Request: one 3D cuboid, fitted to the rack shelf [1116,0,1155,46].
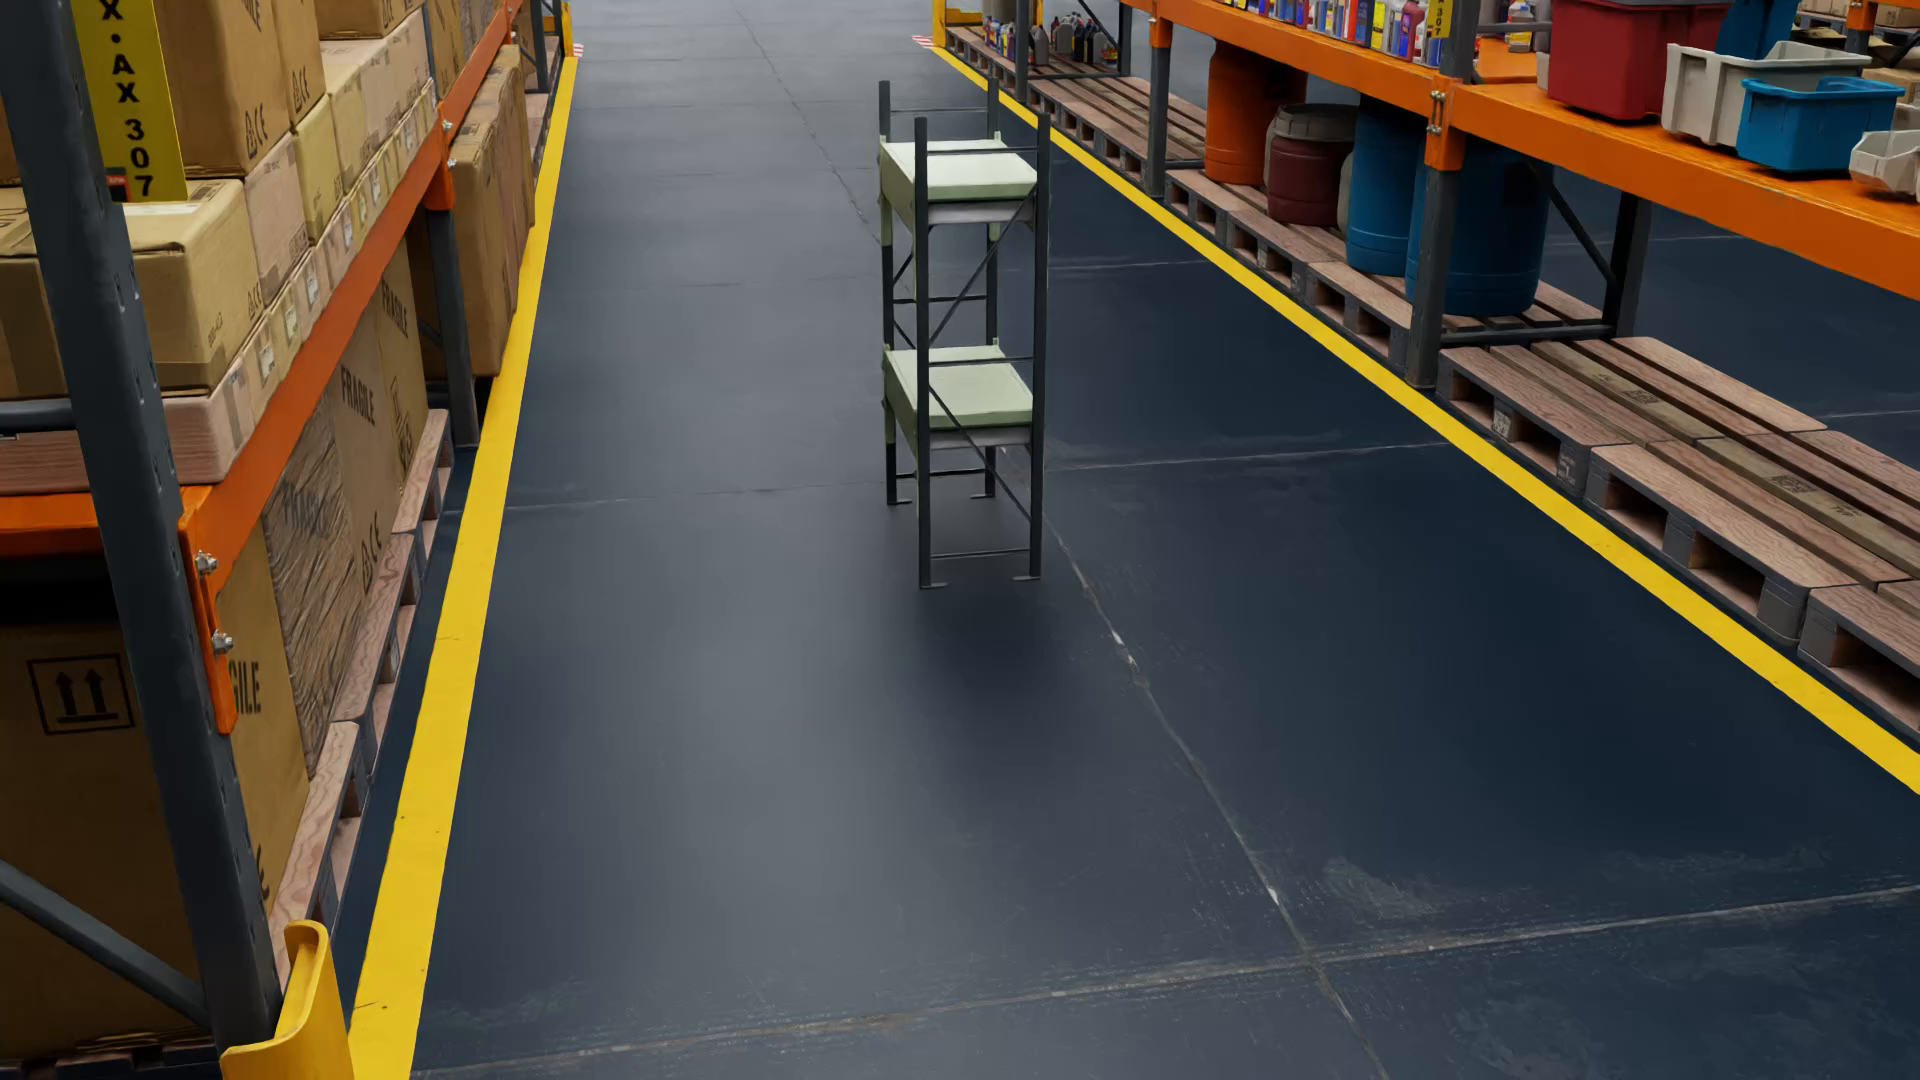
[{"bbox_3d":[1.353,-4.115,12.324,1.077,0.370,4.000,-4,24,-10],"label":"rack shelf"}]

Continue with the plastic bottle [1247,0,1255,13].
[{"bbox_3d":[1.633,-3.032,9.106,0.097,0.271,0.097,0,24,0],"label":"plastic bottle"}]

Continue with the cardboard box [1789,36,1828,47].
[{"bbox_3d":[6.150,-3.605,12.466,0.500,0.311,0.500,-5,24,-11],"label":"cardboard box"}]

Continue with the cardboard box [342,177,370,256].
[{"bbox_3d":[-1.693,-0.799,4.145,0.380,0.149,0.250,-5,24,-11],"label":"cardboard box"}]

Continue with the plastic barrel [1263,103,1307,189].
[{"bbox_3d":[2.022,-2.304,9.861,0.421,0.512,0.421,0,24,0],"label":"plastic barrel"}]

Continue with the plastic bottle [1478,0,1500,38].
[{"bbox_3d":[2.580,-2.603,8.116,0.152,0.276,0.135,-4,24,-10],"label":"plastic bottle"}]

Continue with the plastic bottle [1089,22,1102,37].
[{"bbox_3d":[1.242,-4.568,15.220,0.144,0.351,0.185,-4,24,-8],"label":"plastic bottle"}]

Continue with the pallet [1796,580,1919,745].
[{"bbox_3d":[3.088,0.439,4.481,1.003,0.211,1.213,-4,24,-10],"label":"pallet"}]

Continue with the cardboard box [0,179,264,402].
[{"bbox_3d":[-1.489,-0.421,2.783,0.500,0.250,0.500,-5,24,-11],"label":"cardboard box"}]

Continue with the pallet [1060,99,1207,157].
[{"bbox_3d":[1.395,-3.167,12.737,1.003,0.211,1.213,-4,24,-10],"label":"pallet"}]

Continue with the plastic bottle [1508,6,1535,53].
[{"bbox_3d":[2.564,-2.332,7.589,0.097,0.201,0.097,0,24,0],"label":"plastic bottle"}]

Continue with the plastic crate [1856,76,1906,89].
[{"bbox_3d":[2.933,-1.566,5.857,0.437,0.125,0.590,-4,24,-10],"label":"plastic crate"}]

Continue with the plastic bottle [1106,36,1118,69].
[{"bbox_3d":[1.355,-4.341,14.800,0.097,0.271,0.097,0,24,0],"label":"plastic bottle"}]

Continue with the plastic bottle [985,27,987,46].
[{"bbox_3d":[0.292,-4.947,16.277,0.097,0.201,0.097,0,24,0],"label":"plastic bottle"}]

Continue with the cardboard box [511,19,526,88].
[{"bbox_3d":[-3.919,-4.072,13.925,0.500,0.500,0.500,-5,24,-11],"label":"cardboard box"}]

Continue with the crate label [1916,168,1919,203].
[{"bbox_3d":[2.758,-0.948,4.428,0.396,0.136,0.243,-4,24,-10],"label":"crate label"}]

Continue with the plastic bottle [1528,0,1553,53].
[{"bbox_3d":[2.684,-2.382,7.612,0.152,0.276,0.135,-4,24,-10],"label":"plastic bottle"}]

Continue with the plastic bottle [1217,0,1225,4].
[{"bbox_3d":[1.571,-3.225,9.542,0.152,0.276,0.135,-4,24,-10],"label":"plastic bottle"}]

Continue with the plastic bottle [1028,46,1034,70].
[{"bbox_3d":[0.610,-4.271,14.727,0.097,0.201,0.097,0,24,0],"label":"plastic bottle"}]

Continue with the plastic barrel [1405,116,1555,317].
[{"bbox_3d":[2.379,-1.531,7.605,0.600,0.901,0.708,-4,24,-10],"label":"plastic barrel"}]

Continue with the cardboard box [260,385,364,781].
[{"bbox_3d":[-2.031,0.032,4.058,0.875,0.875,0.875,-4,24,-10],"label":"cardboard box"}]

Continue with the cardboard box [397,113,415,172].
[{"bbox_3d":[-1.884,-1.204,5.073,0.380,0.149,0.250,-4,24,-9],"label":"cardboard box"}]

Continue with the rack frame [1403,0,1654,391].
[{"bbox_3d":[2.462,-2.085,6.776,1.000,3.000,0.127,-4,24,-10],"label":"rack frame"}]

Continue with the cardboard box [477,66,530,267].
[{"bbox_3d":[-2.880,-1.886,8.451,1.225,0.875,0.875,-4,24,-10],"label":"cardboard box"}]

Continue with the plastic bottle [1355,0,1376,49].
[{"bbox_3d":[1.937,-2.472,7.725,0.144,0.351,0.185,-4,24,-10],"label":"plastic bottle"}]

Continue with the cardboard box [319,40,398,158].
[{"bbox_3d":[-1.873,-1.228,4.629,0.500,0.250,0.500,-4,24,-9],"label":"cardboard box"}]

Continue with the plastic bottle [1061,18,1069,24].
[{"bbox_3d":[1.059,-4.913,16.104,0.152,0.276,0.135,-5,24,-11],"label":"plastic bottle"}]

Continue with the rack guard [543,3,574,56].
[{"bbox_3d":[-4.610,-5.263,17.176,1.175,0.500,0.348,-4,24,-10],"label":"rack guard"}]

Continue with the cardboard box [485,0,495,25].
[{"bbox_3d":[-2.724,-2.965,8.667,0.500,0.500,0.500,-5,24,-10],"label":"cardboard box"}]

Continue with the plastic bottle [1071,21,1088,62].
[{"bbox_3d":[1.100,-4.557,15.196,0.144,0.351,0.185,-4,24,-10],"label":"plastic bottle"}]

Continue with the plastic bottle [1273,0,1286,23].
[{"bbox_3d":[1.742,-2.862,8.710,0.152,0.276,0.135,-4,24,-10],"label":"plastic bottle"}]

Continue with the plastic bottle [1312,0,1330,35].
[{"bbox_3d":[1.843,-2.645,8.214,0.152,0.276,0.135,-4,24,-10],"label":"plastic bottle"}]

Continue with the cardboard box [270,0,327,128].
[{"bbox_3d":[-1.683,-1.165,3.549,0.500,0.500,0.500,-5,24,-11],"label":"cardboard box"}]

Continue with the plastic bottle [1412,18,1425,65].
[{"bbox_3d":[2.024,-2.169,7.216,0.097,0.201,0.097,0,24,0],"label":"plastic bottle"}]

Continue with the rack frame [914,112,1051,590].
[{"bbox_3d":[0.066,-0.546,5.126,0.400,1.500,0.023,-4,24,-10],"label":"rack frame"}]

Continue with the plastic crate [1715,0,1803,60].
[{"bbox_3d":[2.884,-1.947,6.405,0.392,0.384,0.575,-4,24,-10],"label":"plastic crate"}]

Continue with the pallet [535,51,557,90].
[{"bbox_3d":[-4.272,-4.330,15.400,1.003,0.211,1.213,-4,24,-10],"label":"pallet"}]

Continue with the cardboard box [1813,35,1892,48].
[{"bbox_3d":[6.678,-3.647,12.562,0.500,0.311,0.500,-5,24,-11],"label":"cardboard box"}]

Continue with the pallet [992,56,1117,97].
[{"bbox_3d":[0.900,-4.221,15.151,1.003,0.211,1.213,-4,24,-10],"label":"pallet"}]

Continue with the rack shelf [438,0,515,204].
[{"bbox_3d":[-2.775,-2.175,7.882,1.077,0.370,4.000,-4,24,-10],"label":"rack shelf"}]

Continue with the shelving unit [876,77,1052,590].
[{"bbox_3d":[-0.001,-0.690,5.456,0.431,1.500,0.755,-4,24,-10],"label":"shelving unit"}]

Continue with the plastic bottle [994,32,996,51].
[{"bbox_3d":[0.373,-4.775,15.882,0.097,0.201,0.097,0,24,0],"label":"plastic bottle"}]

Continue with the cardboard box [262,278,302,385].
[{"bbox_3d":[-1.503,-0.395,3.222,0.380,0.149,0.250,-5,24,-11],"label":"cardboard box"}]

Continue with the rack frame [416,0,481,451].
[{"bbox_3d":[-2.405,-1.718,5.937,1.000,3.000,0.127,-4,24,-10],"label":"rack frame"}]

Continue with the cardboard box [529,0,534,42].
[{"bbox_3d":[-4.381,-5.006,16.063,0.500,0.500,0.500,2,24,4],"label":"cardboard box"}]

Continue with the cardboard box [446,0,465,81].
[{"bbox_3d":[-2.338,-2.161,6.826,0.500,0.500,0.500,-4,24,-10],"label":"cardboard box"}]

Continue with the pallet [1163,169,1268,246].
[{"bbox_3d":[1.910,-2.073,10.234,1.003,0.211,1.213,-4,24,-10],"label":"pallet"}]

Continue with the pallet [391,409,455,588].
[{"bbox_3d":[-2.341,-0.136,5.797,1.003,0.211,1.213,-4,24,-10],"label":"pallet"}]

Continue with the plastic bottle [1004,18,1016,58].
[{"bbox_3d":[0.486,-4.654,15.418,0.144,0.351,0.185,-4,24,-10],"label":"plastic bottle"}]
